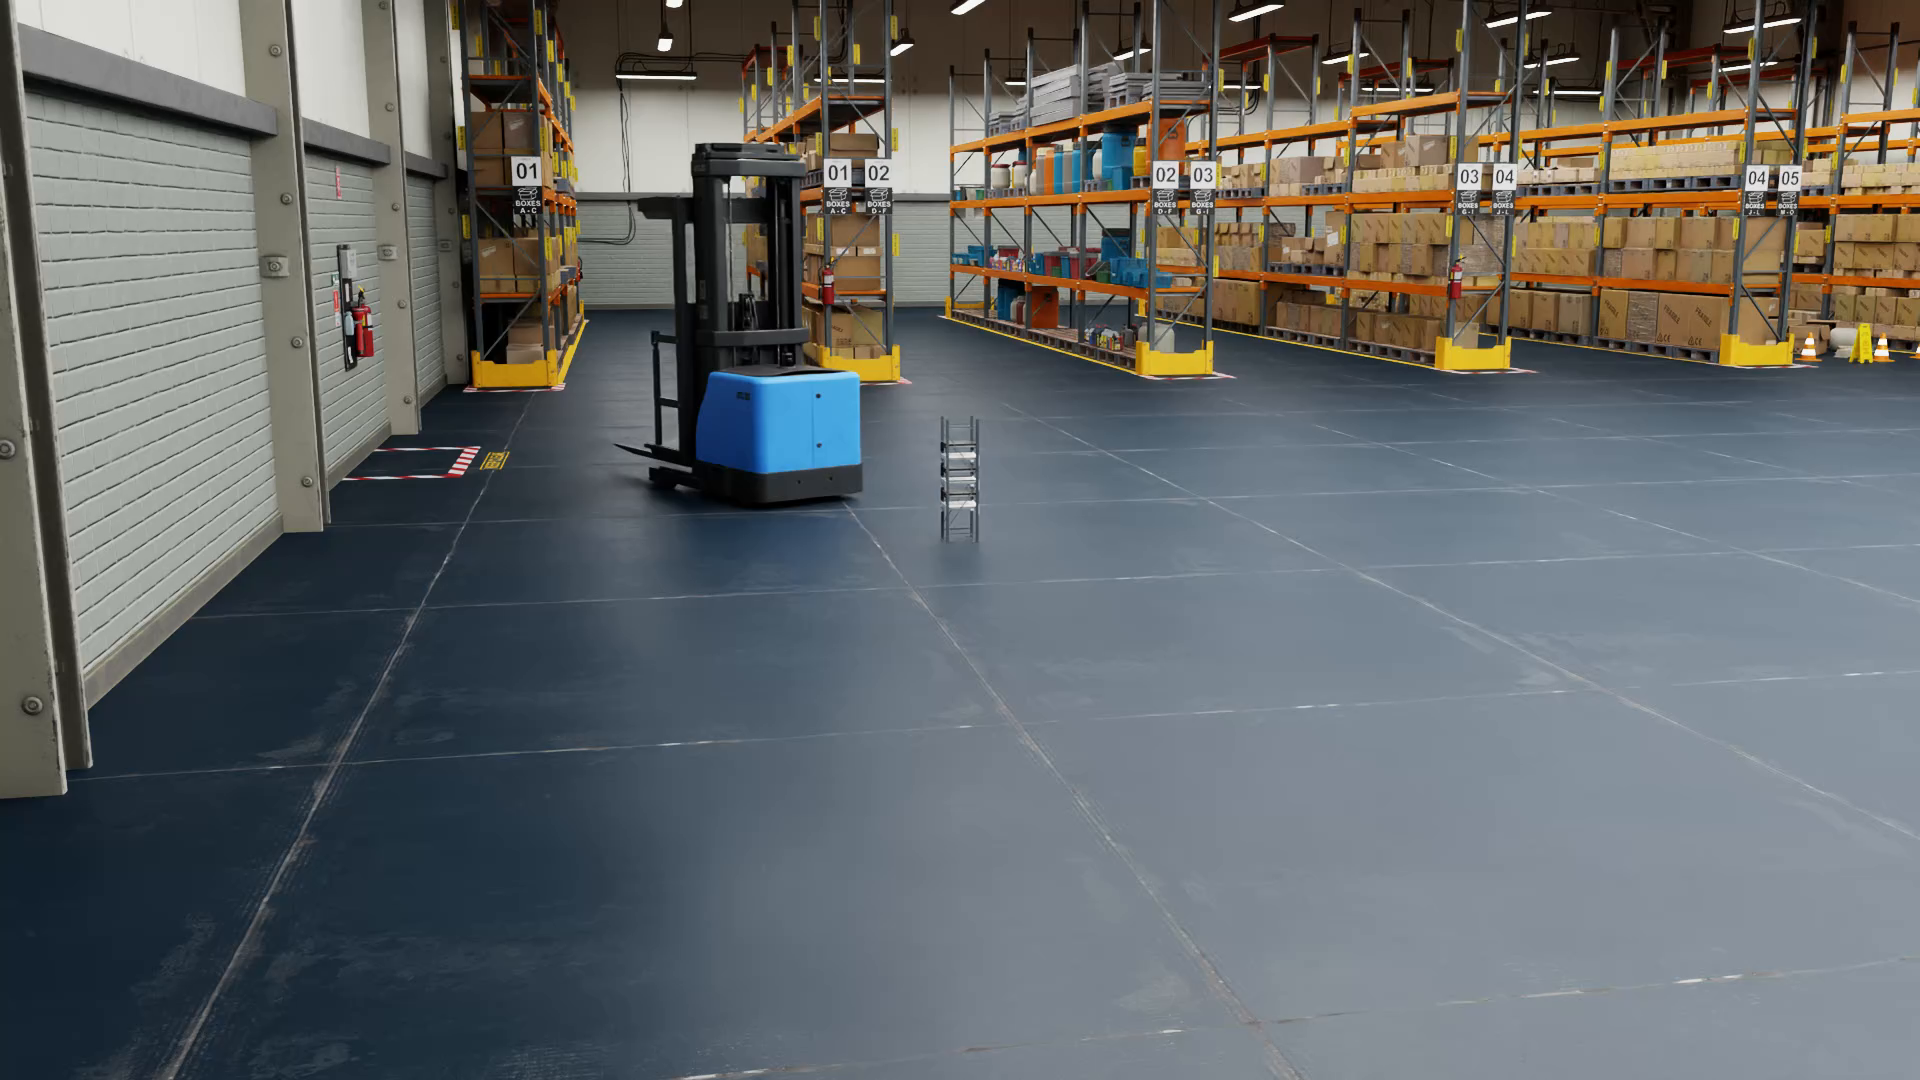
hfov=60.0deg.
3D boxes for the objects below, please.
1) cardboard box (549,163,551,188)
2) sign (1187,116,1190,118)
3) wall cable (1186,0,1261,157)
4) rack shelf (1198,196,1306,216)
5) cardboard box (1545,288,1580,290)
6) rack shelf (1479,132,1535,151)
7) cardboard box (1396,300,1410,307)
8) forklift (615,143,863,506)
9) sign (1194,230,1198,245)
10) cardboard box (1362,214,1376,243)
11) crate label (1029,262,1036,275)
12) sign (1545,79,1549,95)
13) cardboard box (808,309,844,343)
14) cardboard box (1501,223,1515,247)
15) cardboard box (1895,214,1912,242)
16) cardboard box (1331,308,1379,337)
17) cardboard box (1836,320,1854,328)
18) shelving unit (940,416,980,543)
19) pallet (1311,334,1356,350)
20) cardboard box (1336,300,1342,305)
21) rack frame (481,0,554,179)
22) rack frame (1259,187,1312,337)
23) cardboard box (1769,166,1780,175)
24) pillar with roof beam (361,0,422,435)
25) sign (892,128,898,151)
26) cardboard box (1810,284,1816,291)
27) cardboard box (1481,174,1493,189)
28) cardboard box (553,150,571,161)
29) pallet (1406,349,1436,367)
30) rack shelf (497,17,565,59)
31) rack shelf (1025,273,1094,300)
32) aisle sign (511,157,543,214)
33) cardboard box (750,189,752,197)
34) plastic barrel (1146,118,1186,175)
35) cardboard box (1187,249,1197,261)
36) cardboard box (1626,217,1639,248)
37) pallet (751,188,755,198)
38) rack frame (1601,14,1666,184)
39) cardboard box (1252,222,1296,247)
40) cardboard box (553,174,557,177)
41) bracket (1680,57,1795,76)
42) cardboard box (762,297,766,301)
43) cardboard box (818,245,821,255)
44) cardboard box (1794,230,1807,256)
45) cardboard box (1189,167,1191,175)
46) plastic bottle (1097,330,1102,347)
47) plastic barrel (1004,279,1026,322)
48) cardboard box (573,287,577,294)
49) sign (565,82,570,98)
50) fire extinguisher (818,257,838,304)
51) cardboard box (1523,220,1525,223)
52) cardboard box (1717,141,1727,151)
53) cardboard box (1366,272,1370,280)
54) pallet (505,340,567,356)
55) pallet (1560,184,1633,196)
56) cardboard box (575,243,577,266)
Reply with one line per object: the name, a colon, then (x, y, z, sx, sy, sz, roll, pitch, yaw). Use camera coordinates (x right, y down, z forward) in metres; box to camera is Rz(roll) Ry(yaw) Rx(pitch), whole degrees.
cardboard box: (-6.470, -5.569, 25.089, 0.500, 0.500, 0.500, -1, 11, -7)
sign: (5.649, -10.610, 41.166, 0.100, 0.325, 0.005, -2, 11, -11)
wall cable: (7.395, -12.838, 46.977, 2.277, 5.999, 0.120, -2, 11, -11)
rack shelf: (6.281, -7.168, 35.737, 1.077, 0.370, 4.000, -2, 11, -11)
cardboard box: (15.247, -6.171, 42.328, 0.875, 0.438, 0.875, -2, 11, -9)
rack shelf: (11.166, -8.607, 36.344, 1.077, 0.370, 4.000, -2, 11, -11)
cardboard box: (10.404, -5.575, 39.170, 0.380, 0.149, 0.250, -2, 11, -10)
forklift: (-2.103, -1.943, 14.564, 1.130, 2.935, 3.031, -8, 13, -36)
sign: (5.348, -6.859, 37.681, 0.100, 0.325, 0.005, -2, 11, -11)
cardboard box: (7.385, -5.451, 29.074, 0.500, 0.500, 0.500, -2, 11, -11)
crate label: (1.526, -5.328, 32.614, 0.303, 0.233, 0.416, -2, 11, -11)
sign: (12.098, -9.348, 34.319, 0.100, 0.325, 0.005, -2, 11, -11)
cardboard box: (-2.097, -3.349, 25.993, 0.500, 0.500, 0.500, -2, 11, -11)
cardboard box: (11.632, -6.301, 34.336, 0.700, 0.500, 0.500, -2, 11, -11)
cardboard box: (17.381, -5.626, 29.995, 0.700, 0.500, 0.500, -2, 11, -11)
cardboard box: (7.349, -4.049, 30.957, 0.700, 0.500, 0.500, -3, 11, -15)
cardboard box: (17.018, -4.045, 31.659, 0.500, 0.250, 0.500, -3, 11, -14)
shelving unit: (-0.002, -0.444, 12.120, 0.258, 0.900, 0.210, -2, 11, -11)
pallet: (7.295, -3.720, 31.179, 1.003, 0.211, 1.213, -2, 11, -11)
cardboard box: (9.787, -6.008, 42.243, 0.380, 0.149, 0.250, -2, 11, -10)
rack frame: (-7.129, -7.354, 26.768, 1.000, 3.000, 0.127, -2, 11, -11)
rack frame: (6.670, -5.681, 34.023, 1.000, 3.000, 0.127, -2, 11, -11)
cardboard box: (13.358, -6.056, 27.250, 0.380, 0.149, 0.250, -2, 11, -11)
pillar with roof beam: (-1.945, -5.774, 18.464, 9.100, 9.000, 0.400, -2, 11, -11)
sign: (-0.947, -5.815, 24.155, 0.100, 0.325, 0.005, -2, 11, -11)
cardboard box: (20.547, -6.033, 39.701, 0.380, 0.149, 0.250, -2, 11, -12)
cardboard box: (8.385, -5.712, 26.561, 0.500, 0.250, 0.500, -2, 11, -9)
cardboard box: (-8.548, -8.039, 35.393, 0.500, 0.500, 0.500, -2, 11, -12)
pallet: (8.088, -3.008, 27.437, 1.003, 0.211, 1.213, -2, 11, -11)
rack shelf: (-8.296, -9.734, 32.306, 1.077, 0.370, 4.000, -2, 11, -11)
rack shelf: (2.200, -4.781, 31.216, 1.077, 0.370, 4.000, -2, 11, -11)
aisle sign: (-6.042, -4.948, 23.219, 0.394, 0.787, 0.004, -2, 11, -11)
cardboard box: (-4.467, -7.810, 37.586, 0.500, 0.250, 0.500, -2, 11, -11)
plastic barrel: (3.148, -6.009, 25.452, 0.600, 0.830, 0.708, -2, 11, -11)
cardboard box: (5.548, -6.559, 38.239, 0.500, 0.250, 0.500, -2, 11, -12)
cardboard box: (12.592, -5.548, 30.034, 0.875, 0.550, 0.550, -2, 11, -11)
pallet: (-3.768, -7.314, 35.083, 1.213, 0.211, 1.003, -2, 11, -11)
rack frame: (12.333, -8.056, 30.458, 1.000, 3.000, 0.127, -2, 11, -11)
cardboard box: (6.543, -6.358, 34.627, 0.797, 0.503, 0.637, -2, 11, -9)
cardboard box: (-8.449, -7.348, 33.314, 0.700, 0.500, 0.500, -2, 11, -12)
bracket: (20.299, -12.368, 43.483, 0.076, 0.066, 4.783, -2, 11, -11)
cardboard box: (-3.971, -4.946, 35.668, 0.500, 0.500, 0.500, -3, 11, -14)
cardboard box: (-2.007, -4.523, 25.934, 0.380, 0.149, 0.250, -2, 11, -9)
cardboard box: (16.756, -5.877, 32.864, 0.500, 0.500, 0.500, -2, 11, -11)
cardboard box: (5.681, -8.334, 38.281, 0.700, 0.500, 0.500, -3, 11, -14)
plastic bottle: (2.367, -3.420, 28.229, 0.061, 0.283, 0.133, -2, 11, -8)
plastic barrel: (1.260, -5.180, 35.878, 0.600, 0.901, 0.708, -2, 11, -11)
cardboard box: (-8.974, -5.716, 38.036, 0.380, 0.149, 0.250, -2, 11, -9)
sign: (-8.155, -9.341, 34.497, 0.100, 0.325, 0.005, -2, 11, -11)
fire extinguisher: (-1.925, -3.778, 24.229, 0.296, 0.674, 0.183, -2, 11, -11)
cardboard box: (14.753, -8.247, 42.827, 0.380, 0.149, 0.250, -2, 11, -10)
cardboard box: (12.665, -6.468, 27.285, 0.380, 0.149, 0.250, -2, 11, -11)
cardboard box: (7.364, -4.637, 29.209, 0.380, 0.149, 0.250, -2, 11, -11)
pallet: (-7.522, -3.404, 29.518, 1.003, 0.211, 1.213, -2, 11, -11)
pallet: (12.106, -6.655, 31.630, 0.805, 0.209, 1.217, -3, 11, -13)
cardboard box: (-9.201, -6.529, 37.676, 0.980, 0.700, 0.700, -2, 11, -11)
